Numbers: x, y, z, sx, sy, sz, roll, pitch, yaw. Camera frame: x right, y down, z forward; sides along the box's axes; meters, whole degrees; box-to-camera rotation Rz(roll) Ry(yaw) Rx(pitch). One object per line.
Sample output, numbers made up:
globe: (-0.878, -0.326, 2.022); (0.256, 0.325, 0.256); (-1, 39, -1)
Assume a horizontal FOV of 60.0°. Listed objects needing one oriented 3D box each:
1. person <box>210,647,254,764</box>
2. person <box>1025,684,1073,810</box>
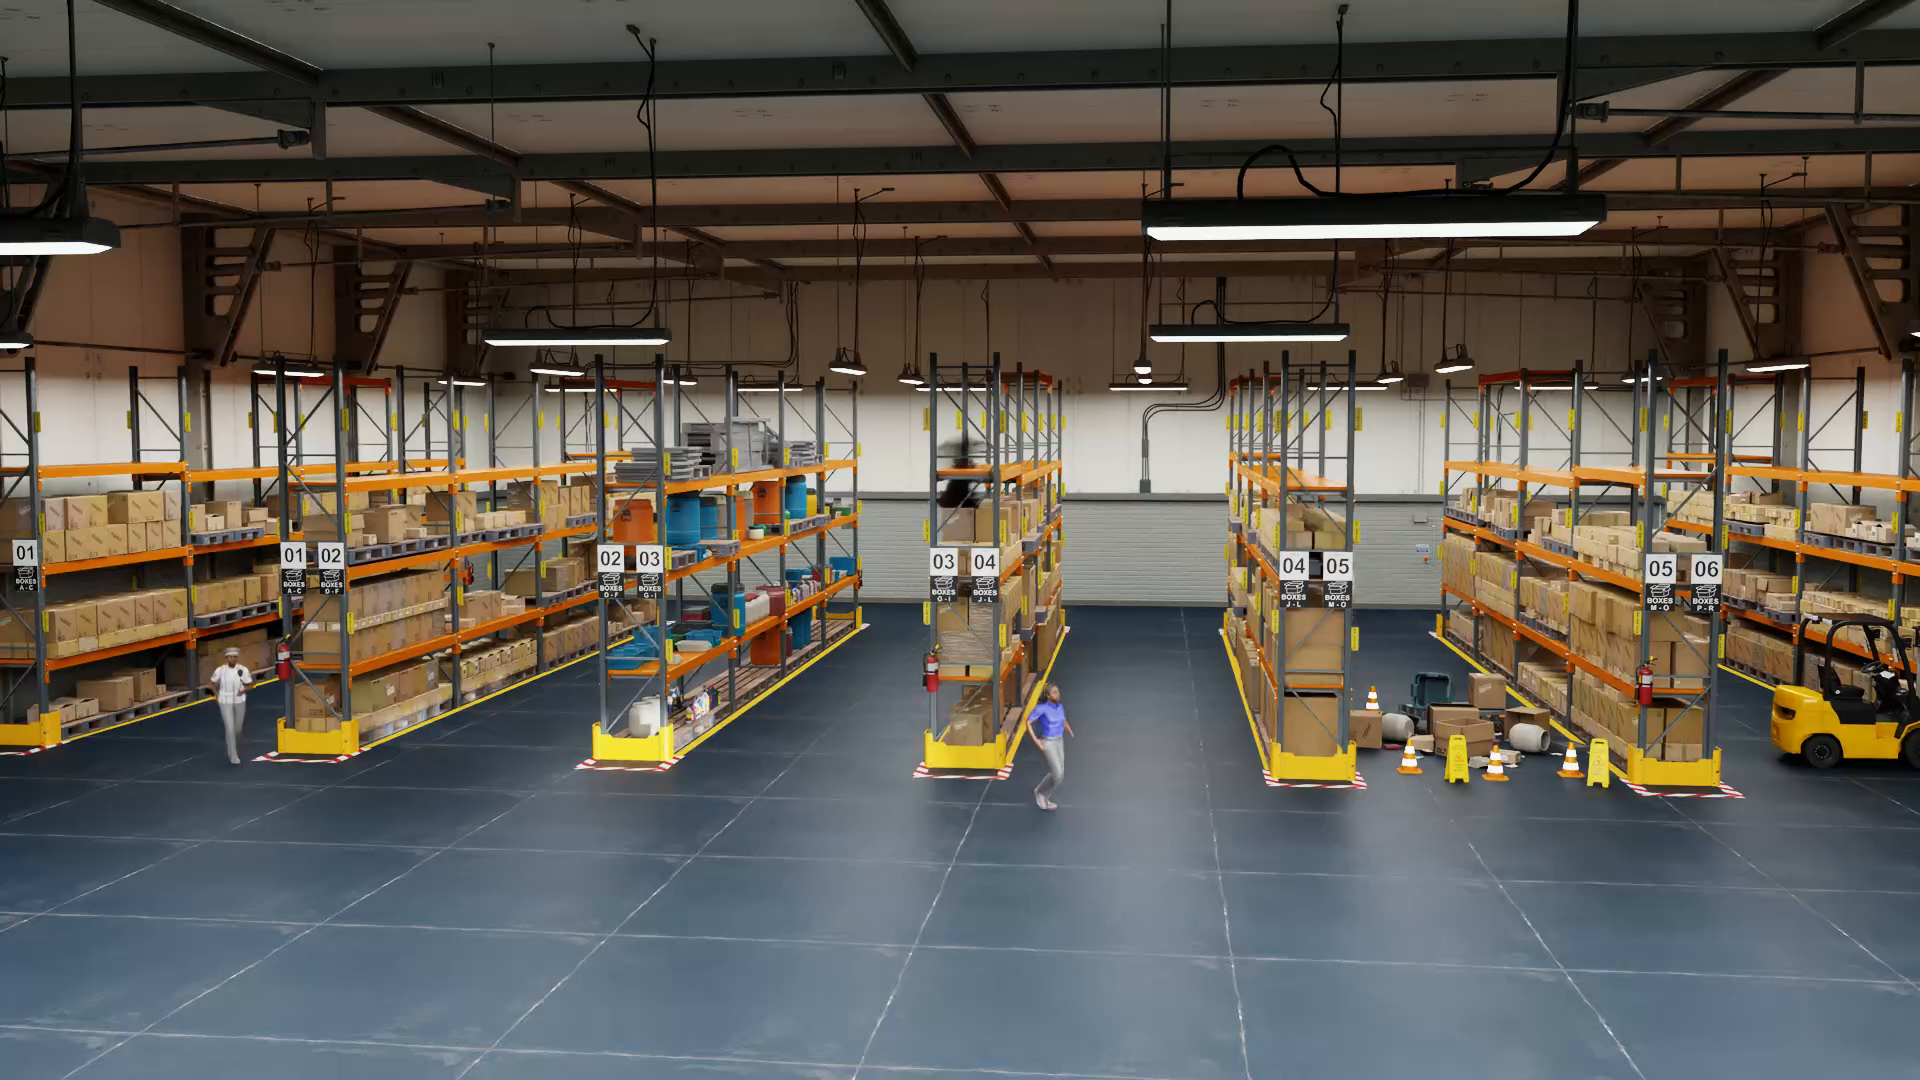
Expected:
person: (-10.713, 2.405, 24.515); (0.563, 1.675, 0.818); (-3, 5, -36)
person: (1.203, 2.710, 21.398); (0.633, 1.535, 0.533); (-4, 6, -45)
